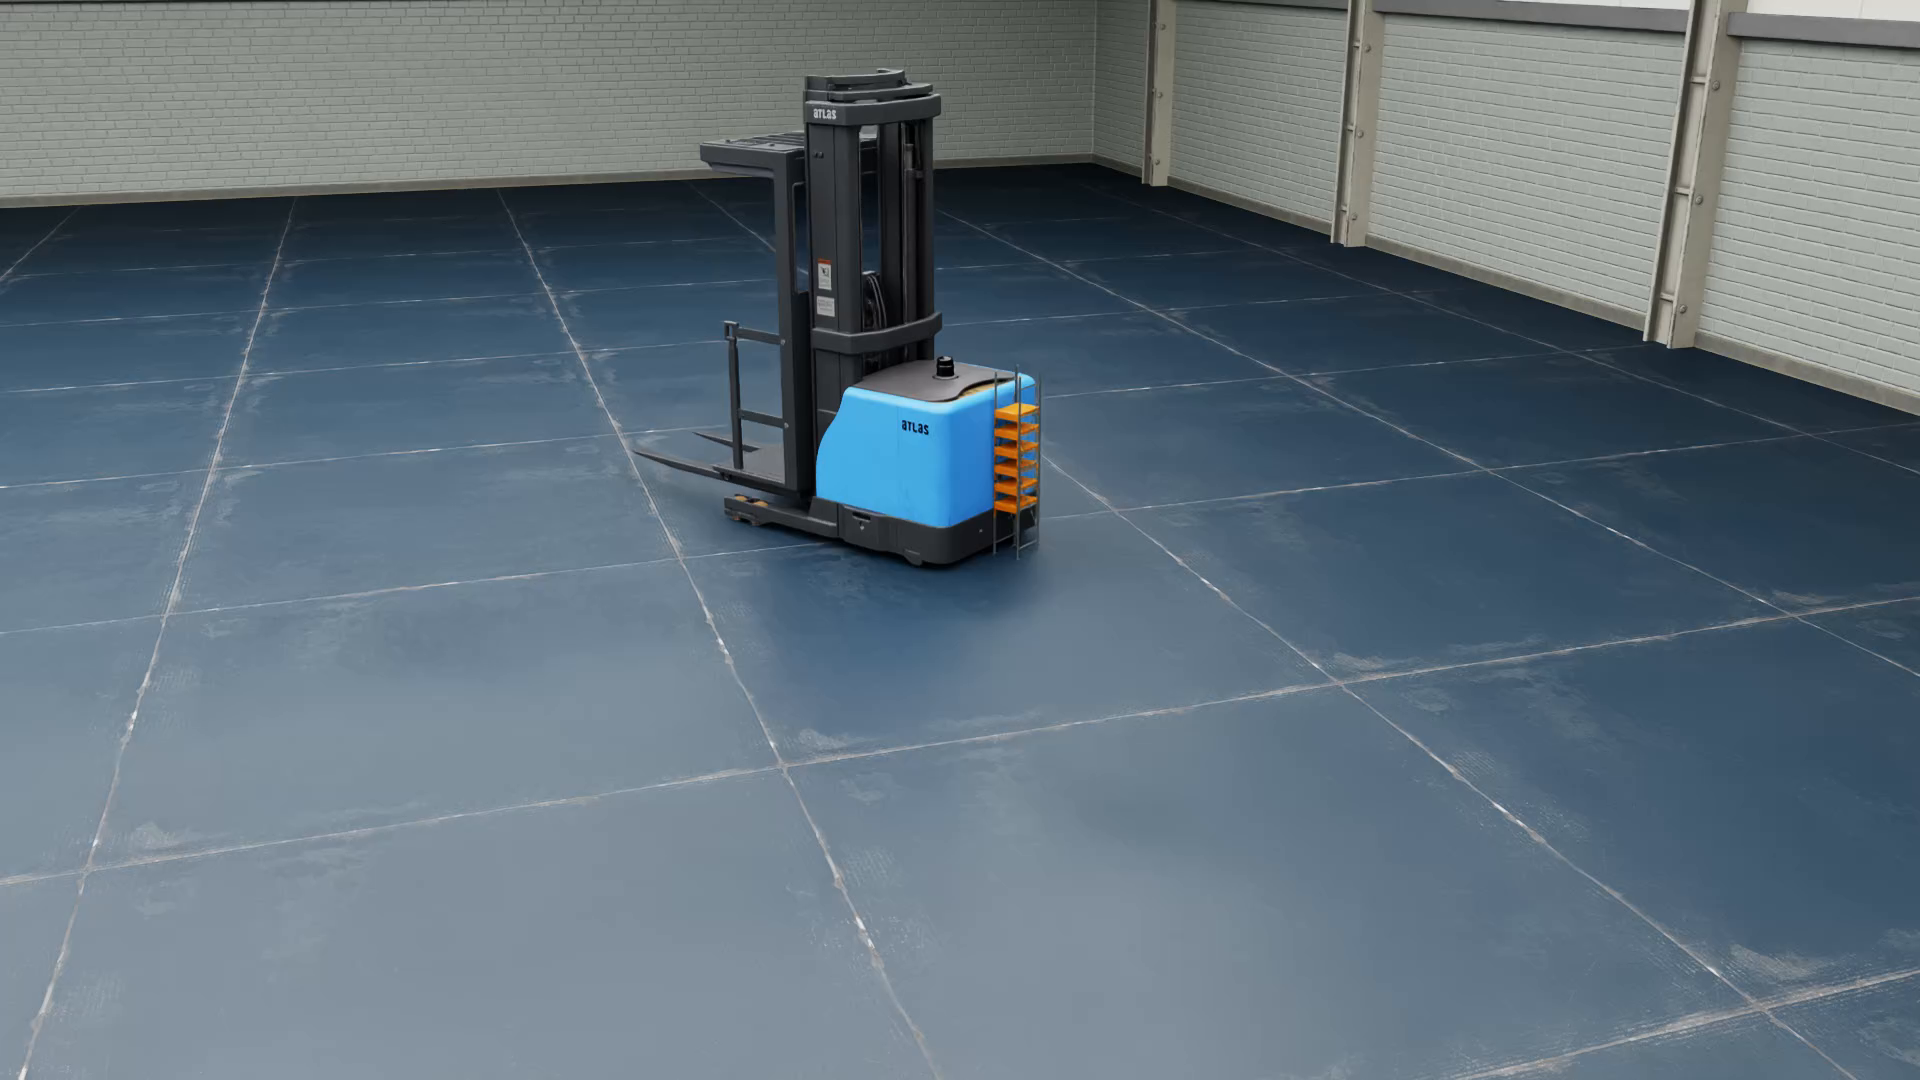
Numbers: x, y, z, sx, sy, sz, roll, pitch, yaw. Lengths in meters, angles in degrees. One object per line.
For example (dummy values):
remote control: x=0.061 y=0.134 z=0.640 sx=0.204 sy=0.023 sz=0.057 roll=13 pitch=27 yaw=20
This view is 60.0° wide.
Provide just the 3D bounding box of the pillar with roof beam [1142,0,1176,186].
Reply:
pillar with roof beam: x=-0.916 y=-9.556 z=24.209 sx=9.100 sy=9.000 sz=0.400 roll=-6 pitch=21 yaw=-17

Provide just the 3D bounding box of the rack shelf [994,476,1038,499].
rack shelf: x=0.361 y=-0.324 z=10.530 sx=0.180 sy=0.103 sz=0.258 roll=15 pitch=24 yaw=35

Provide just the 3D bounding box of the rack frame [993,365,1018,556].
rack frame: x=0.288 y=-0.497 z=10.526 sx=0.006 sy=1.200 sz=0.240 roll=15 pitch=24 yaw=35

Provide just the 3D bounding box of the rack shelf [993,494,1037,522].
rack shelf: x=0.361 y=-0.211 z=10.570 sx=0.180 sy=0.103 sz=0.258 roll=15 pitch=24 yaw=35

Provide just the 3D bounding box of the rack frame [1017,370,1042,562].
rack frame: x=0.434 y=-0.460 z=10.422 sx=0.006 sy=1.200 sz=0.240 roll=15 pitch=24 yaw=35

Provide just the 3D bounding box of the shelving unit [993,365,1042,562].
shelving unit: x=0.361 y=-0.479 z=10.474 sx=0.189 sy=1.200 sz=0.258 roll=15 pitch=24 yaw=35

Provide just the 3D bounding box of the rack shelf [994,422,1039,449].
rack shelf: x=0.361 y=-0.663 z=10.408 sx=0.180 sy=0.103 sz=0.258 roll=15 pitch=24 yaw=35

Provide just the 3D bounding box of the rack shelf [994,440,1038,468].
rack shelf: x=0.361 y=-0.550 z=10.449 sx=0.180 sy=0.103 sz=0.258 roll=15 pitch=24 yaw=35

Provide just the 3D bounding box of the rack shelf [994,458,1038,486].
rack shelf: x=0.361 y=-0.437 z=10.489 sx=0.180 sy=0.103 sz=0.258 roll=15 pitch=24 yaw=35

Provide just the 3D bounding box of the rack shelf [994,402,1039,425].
rack shelf: x=0.361 y=-0.776 z=10.367 sx=0.180 sy=0.103 sz=0.258 roll=15 pitch=24 yaw=35

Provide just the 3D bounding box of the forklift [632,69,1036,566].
forklift: x=-0.978 y=-1.599 z=11.032 sx=3.031 sy=2.935 sz=1.130 roll=15 pitch=24 yaw=35

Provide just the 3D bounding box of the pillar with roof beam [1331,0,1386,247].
pillar with roof beam: x=0.970 y=-7.630 z=18.848 sx=9.100 sy=9.000 sz=0.400 roll=-6 pitch=21 yaw=-17

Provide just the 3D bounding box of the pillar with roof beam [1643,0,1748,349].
pillar with roof beam: x=2.856 y=-5.705 z=13.488 sx=9.100 sy=9.000 sz=0.400 roll=-6 pitch=21 yaw=-17
